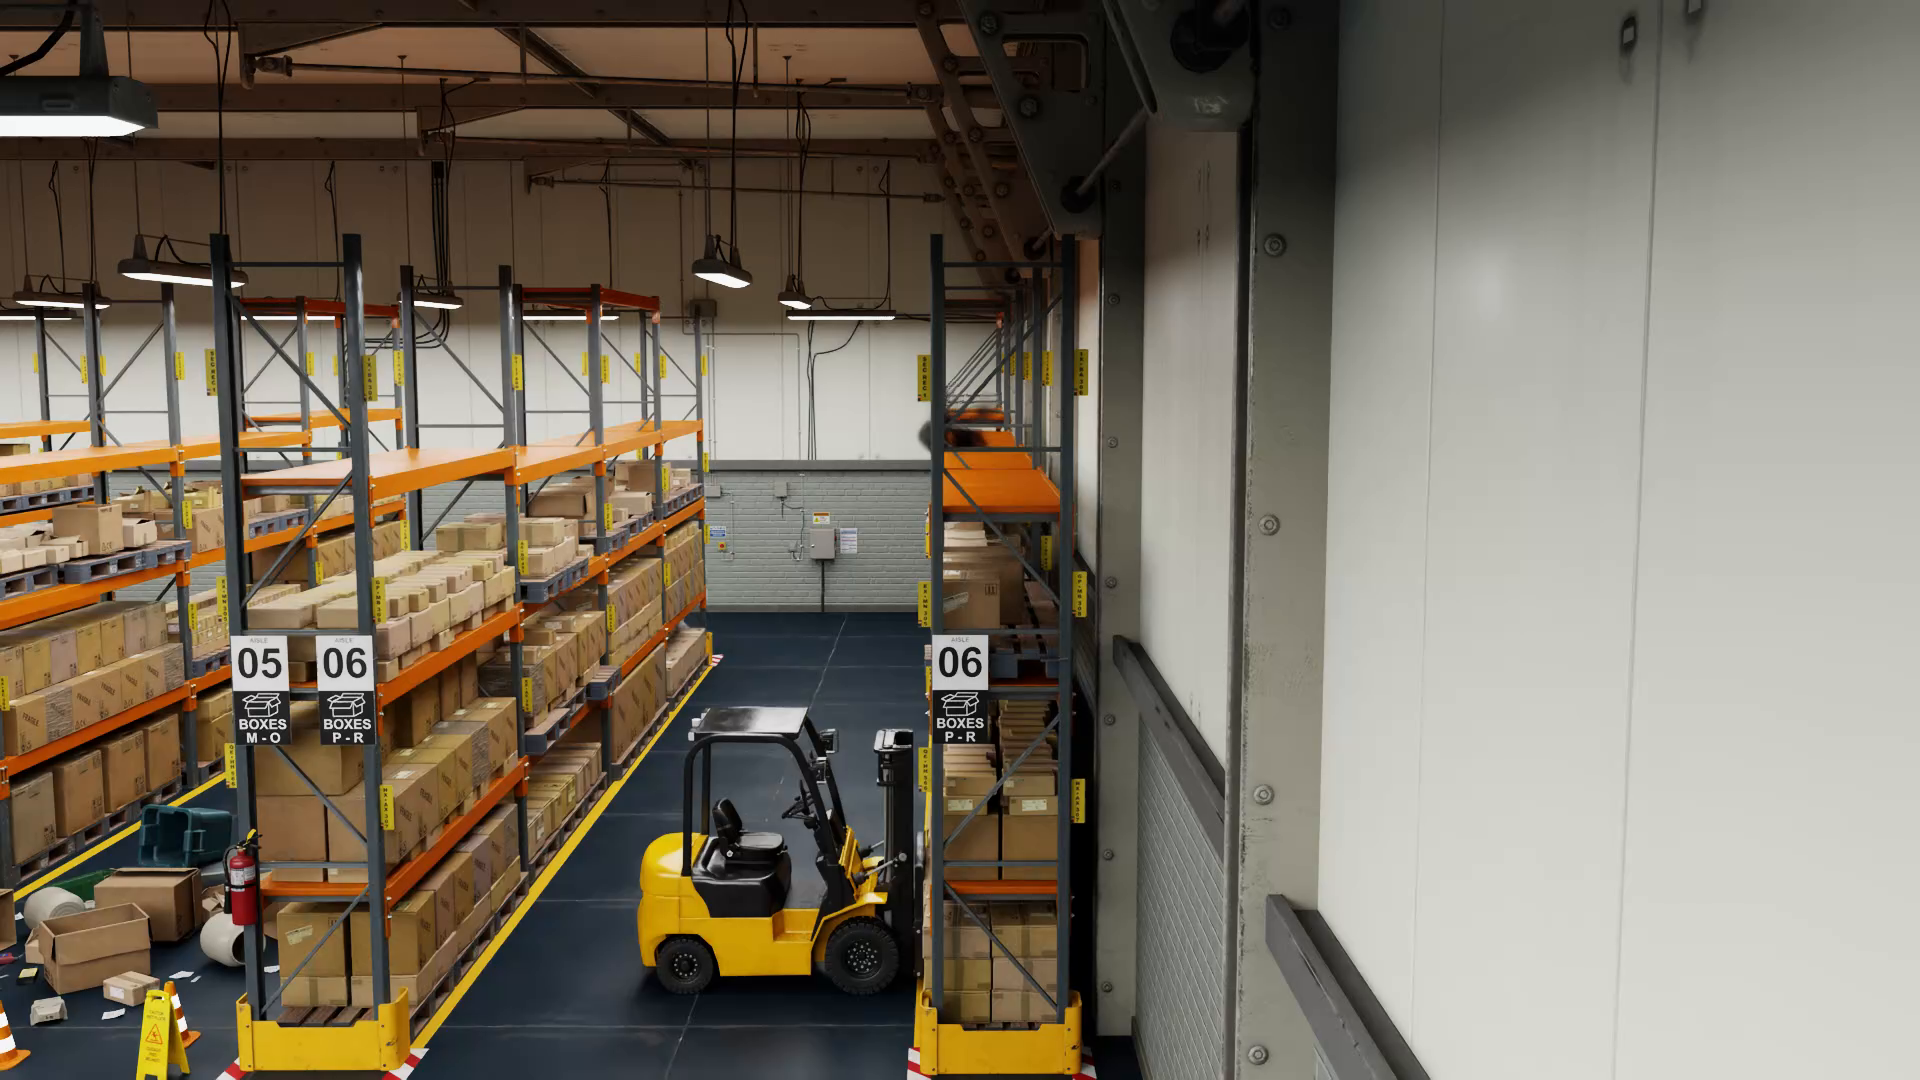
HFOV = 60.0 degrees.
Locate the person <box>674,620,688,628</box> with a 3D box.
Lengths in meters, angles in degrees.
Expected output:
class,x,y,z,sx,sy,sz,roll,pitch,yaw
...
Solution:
class,x,y,z,sx,sy,sz,roll,pitch,yaw
person,-5.035,1.076,29.253,0.669,1.791,0.716,1,6,11
